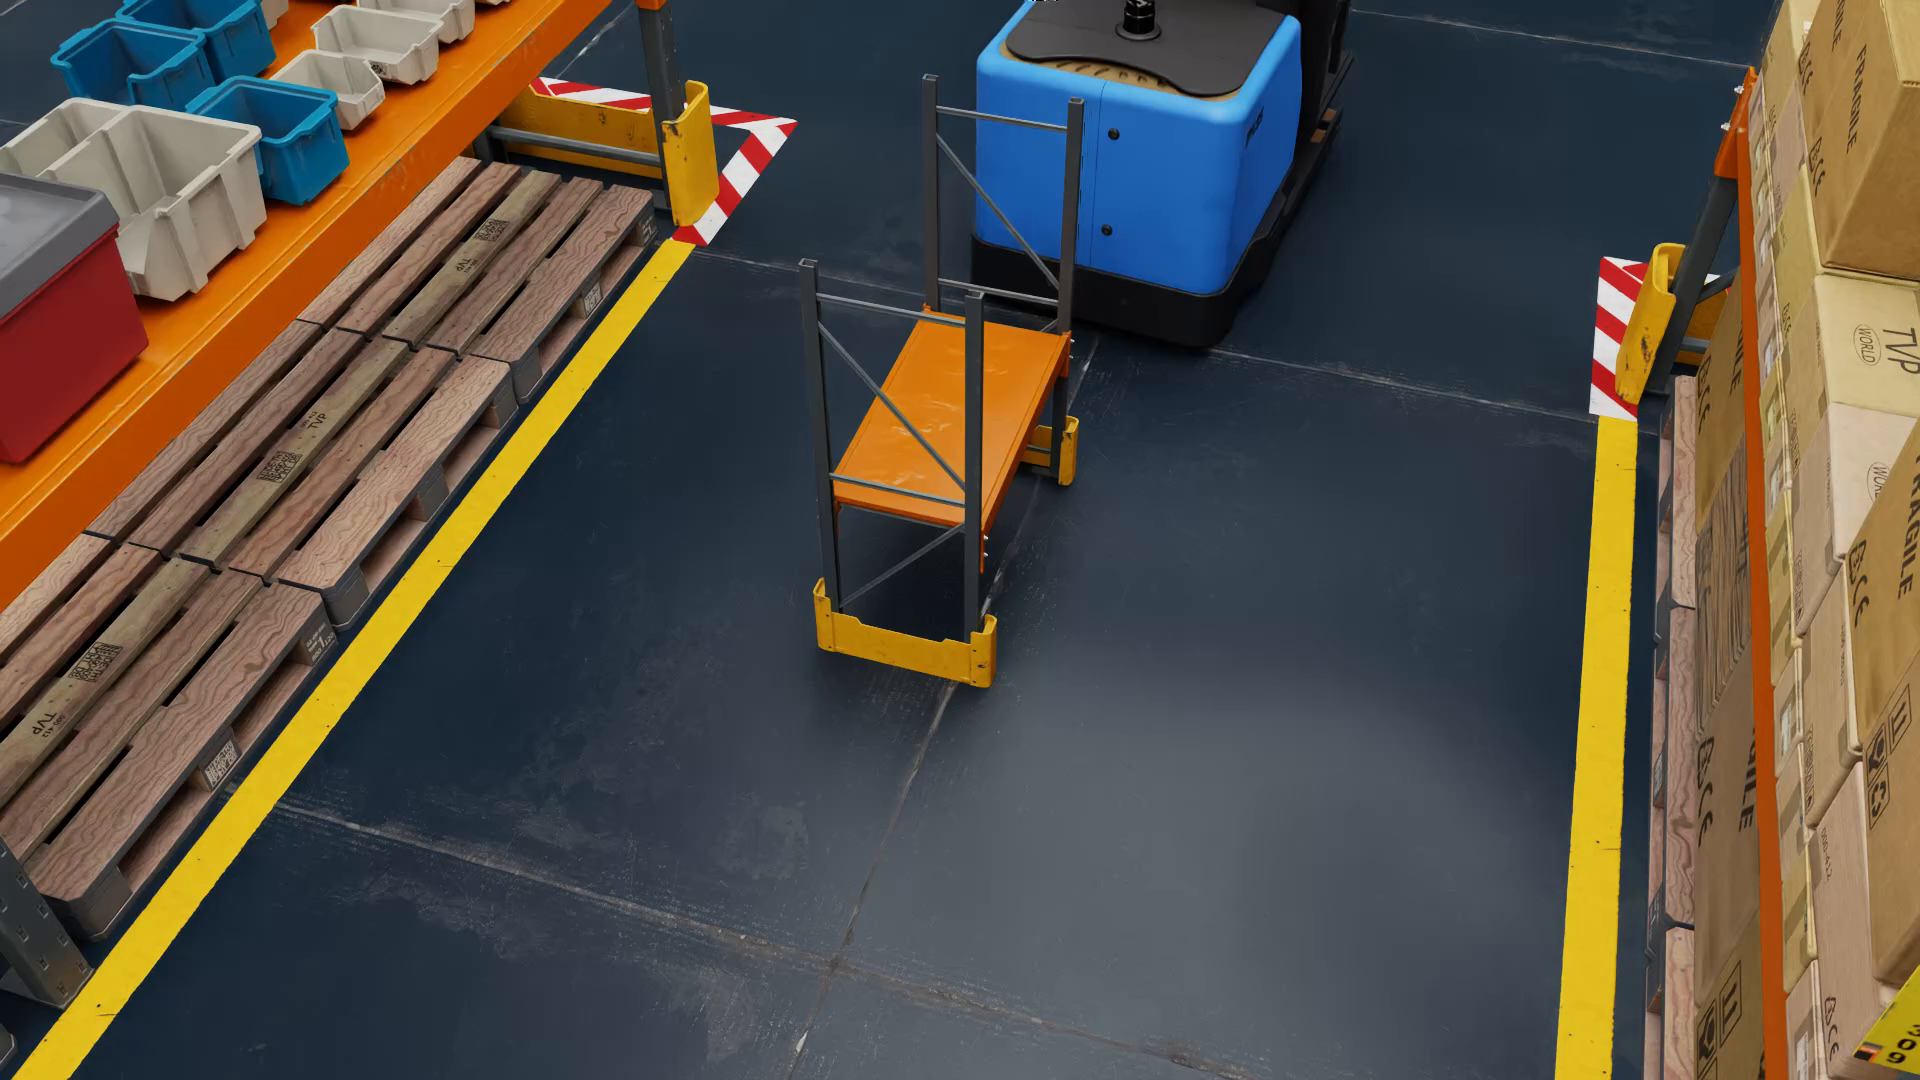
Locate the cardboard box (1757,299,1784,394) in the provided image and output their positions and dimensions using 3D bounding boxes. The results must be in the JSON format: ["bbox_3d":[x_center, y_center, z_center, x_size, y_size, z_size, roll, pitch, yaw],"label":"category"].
[{"bbox_3d":[2.267,-0.459,4.254,0.380,0.149,0.250,12,46,12],"label":"cardboard box"}]

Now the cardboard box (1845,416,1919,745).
[{"bbox_3d":[1.905,0.076,2.886,0.500,0.500,0.500,13,46,13],"label":"cardboard box"}]

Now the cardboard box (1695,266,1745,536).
[{"bbox_3d":[2.959,-0.520,5.356,0.875,0.875,0.875,13,46,13],"label":"cardboard box"}]

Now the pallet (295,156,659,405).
[{"bbox_3d":[-1.931,-1.084,6.707,1.003,0.211,1.213,13,46,13],"label":"pallet"}]

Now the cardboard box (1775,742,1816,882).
[{"bbox_3d":[1.801,0.568,3.205,0.380,0.149,0.250,12,46,12],"label":"cardboard box"}]

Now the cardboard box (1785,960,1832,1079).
[{"bbox_3d":[1.645,0.910,2.854,0.380,0.149,0.250,13,46,13],"label":"cardboard box"}]

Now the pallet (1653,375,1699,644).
[{"bbox_3d":[2.909,-0.027,5.626,1.003,0.211,1.213,13,46,13],"label":"pallet"}]

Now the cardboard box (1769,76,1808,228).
[{"bbox_3d":[2.523,-1.015,4.537,0.500,0.250,0.500,12,46,12],"label":"cardboard box"}]

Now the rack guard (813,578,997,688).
[{"bbox_3d":[-0.174,0.293,5.271,0.587,0.250,0.087,13,46,13],"label":"rack guard"}]

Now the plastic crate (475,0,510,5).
[{"bbox_3d":[-1.718,-1.967,5.761,0.396,0.136,0.243,13,46,13],"label":"plastic crate"}]

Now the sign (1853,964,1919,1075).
[{"bbox_3d":[1.336,0.639,2.277,0.100,0.325,0.005,13,46,13],"label":"sign"}]

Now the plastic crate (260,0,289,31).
[{"bbox_3d":[-2.414,-1.806,5.596,0.250,0.136,0.298,13,46,13],"label":"plastic crate"}]

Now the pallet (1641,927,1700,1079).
[{"bbox_3d":[2.170,1.600,3.964,1.003,0.211,1.213,13,46,13],"label":"pallet"}]

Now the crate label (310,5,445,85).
[{"bbox_3d":[-1.881,-1.586,5.372,0.396,0.136,0.243,13,46,13],"label":"crate label"}]

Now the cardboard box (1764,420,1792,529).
[{"bbox_3d":[2.112,-0.116,3.903,0.380,0.149,0.250,13,46,13],"label":"cardboard box"}]

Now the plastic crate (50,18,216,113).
[{"bbox_3d":[-2.522,-1.411,5.124,0.416,0.233,0.300,13,46,13],"label":"plastic crate"}]

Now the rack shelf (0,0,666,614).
[{"bbox_3d":[-2.250,-1.032,5.174,1.077,0.370,4.000,13,46,13],"label":"rack shelf"}]

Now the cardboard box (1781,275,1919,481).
[{"bbox_3d":[2.214,-0.332,3.839,0.500,0.250,0.500,12,46,12],"label":"cardboard box"}]

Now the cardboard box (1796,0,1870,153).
[{"bbox_3d":[2.522,-1.298,4.290,0.500,0.500,0.500,12,46,12],"label":"cardboard box"}]

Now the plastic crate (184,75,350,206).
[{"bbox_3d":[-2.022,-1.160,4.868,0.416,0.233,0.300,13,46,13],"label":"plastic crate"}]

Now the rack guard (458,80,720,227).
[{"bbox_3d":[-1.649,-1.747,7.178,1.175,0.500,0.348,13,46,13],"label":"rack guard"}]

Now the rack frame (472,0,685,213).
[{"bbox_3d":[-1.644,-2.622,6.285,1.000,3.000,0.127,13,46,13],"label":"rack frame"}]

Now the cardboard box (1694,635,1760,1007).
[{"bbox_3d":[2.414,0.680,4.130,0.875,0.875,0.875,13,46,13],"label":"cardboard box"}]

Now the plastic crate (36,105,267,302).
[{"bbox_3d":[-2.217,-0.914,4.581,0.437,0.282,0.530,13,46,13],"label":"plastic crate"}]

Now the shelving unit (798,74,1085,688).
[{"bbox_3d":[-0.023,-0.485,5.174,0.587,1.500,1.083,13,46,13],"label":"shelving unit"}]

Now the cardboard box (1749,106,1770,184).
[{"bbox_3d":[2.578,-1.145,4.955,0.380,0.149,0.250,12,46,12],"label":"cardboard box"}]

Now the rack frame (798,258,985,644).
[{"bbox_3d":[-0.180,-0.140,4.821,0.500,1.500,0.032,13,46,13],"label":"rack frame"}]

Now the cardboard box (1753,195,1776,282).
[{"bbox_3d":[2.423,-0.800,4.603,0.380,0.149,0.250,12,46,12],"label":"cardboard box"}]

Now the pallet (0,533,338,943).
[{"bbox_3d":[-2.670,0.543,5.045,1.003,0.211,1.213,13,46,13],"label":"pallet"}]

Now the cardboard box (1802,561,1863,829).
[{"bbox_3d":[1.903,0.345,3.147,0.500,0.250,0.500,14,46,14],"label":"cardboard box"}]

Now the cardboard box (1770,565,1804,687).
[{"bbox_3d":[1.956,0.224,3.556,0.380,0.149,0.250,13,46,13],"label":"cardboard box"}]

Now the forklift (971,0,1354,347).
[{"bbox_3d":[1.092,-2.833,6.549,1.130,2.935,3.031,17,47,16],"label":"forklift"}]
